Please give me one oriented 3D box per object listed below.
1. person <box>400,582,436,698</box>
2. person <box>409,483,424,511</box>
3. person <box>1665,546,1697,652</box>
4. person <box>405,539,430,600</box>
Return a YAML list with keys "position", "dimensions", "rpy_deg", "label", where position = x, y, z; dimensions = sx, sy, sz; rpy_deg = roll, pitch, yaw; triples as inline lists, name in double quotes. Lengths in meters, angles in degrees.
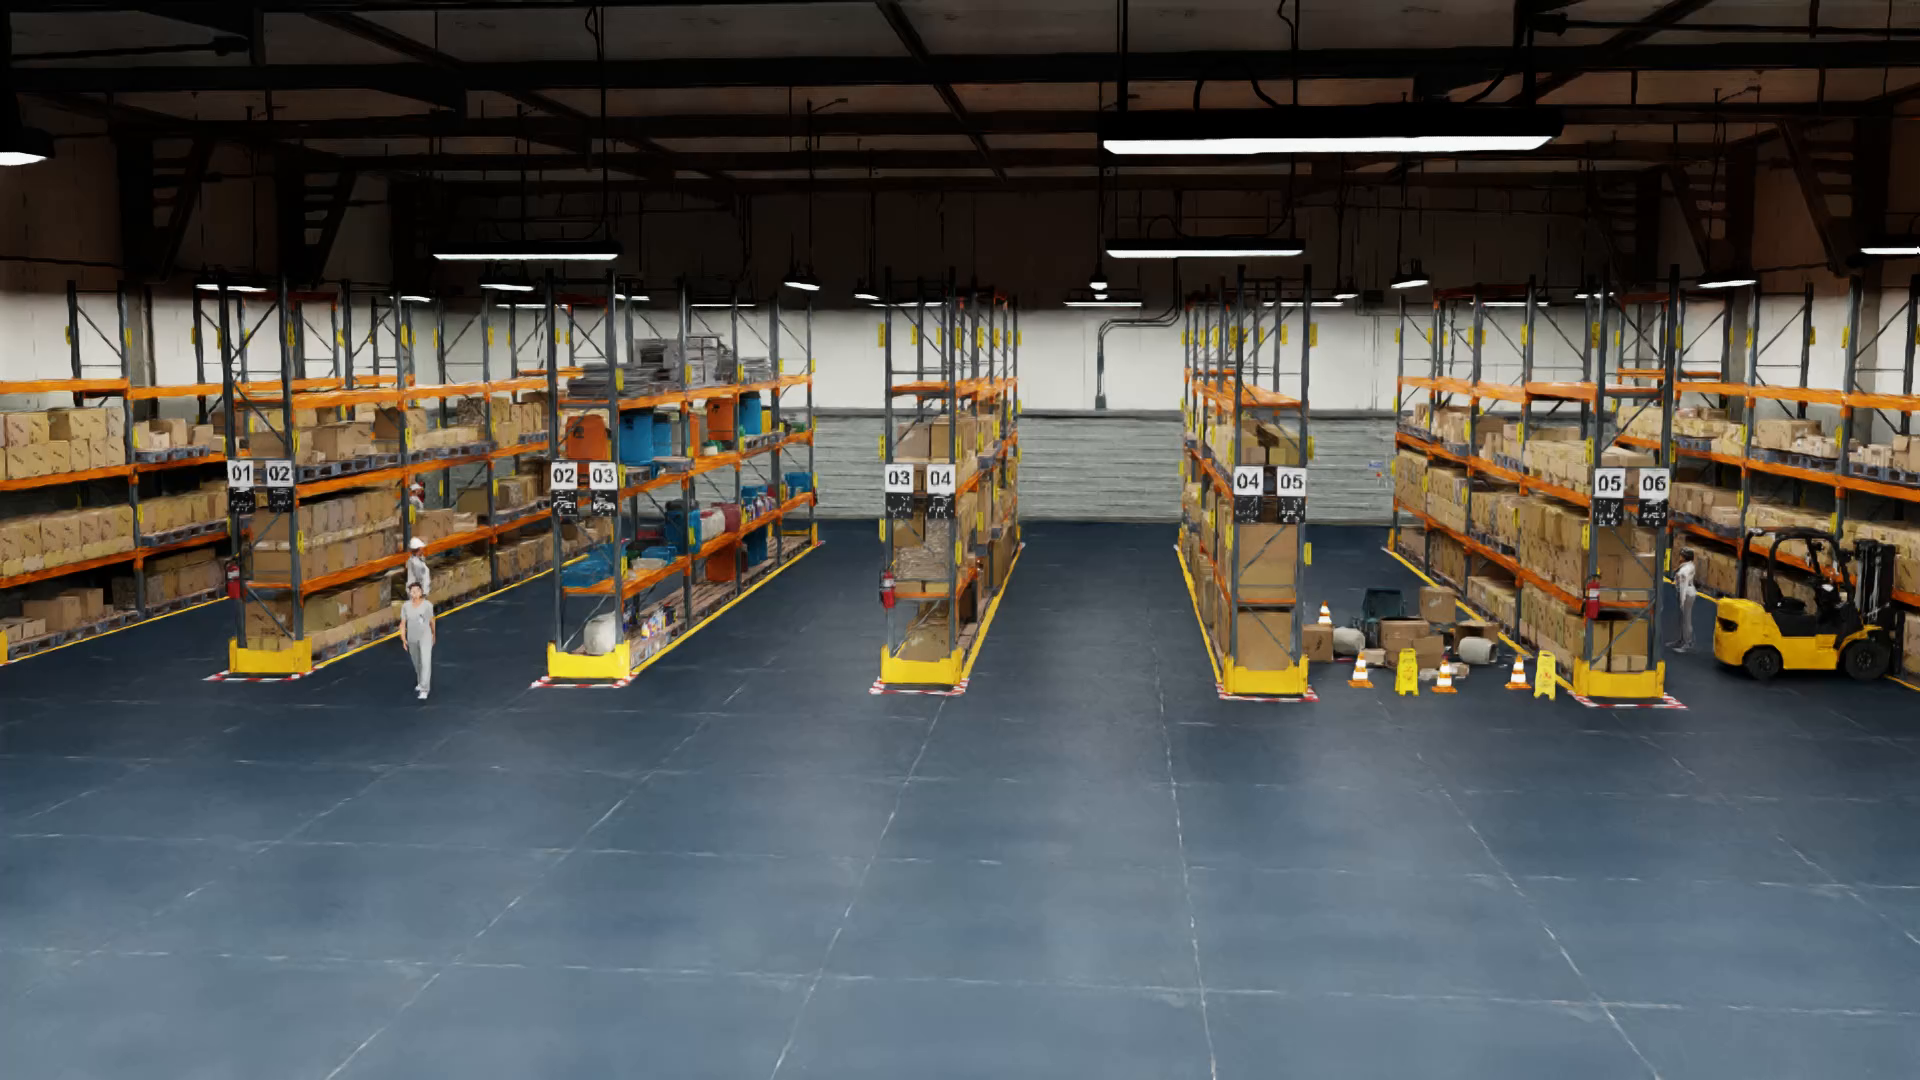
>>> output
- position: [-7.578, 1.376, 23.239]
  dimensions: [0.444, 1.604, 1.016]
  rpy_deg: [0, 7, -3]
  label: "person"
- position: [-11.954, -0.360, 36.684]
  dimensions: [0.400, 1.793, 0.649]
  rpy_deg: [-2, 7, -17]
  label: "person"
- position: [11.547, 0.938, 26.595]
  dimensions: [0.455, 1.677, 0.525]
  rpy_deg: [5, 8, 35]
  label: "person"
- position: [-8.687, 0.865, 26.786]
  dimensions: [0.448, 1.771, 0.586]
  rpy_deg: [-3, 8, -26]
  label: "person"
